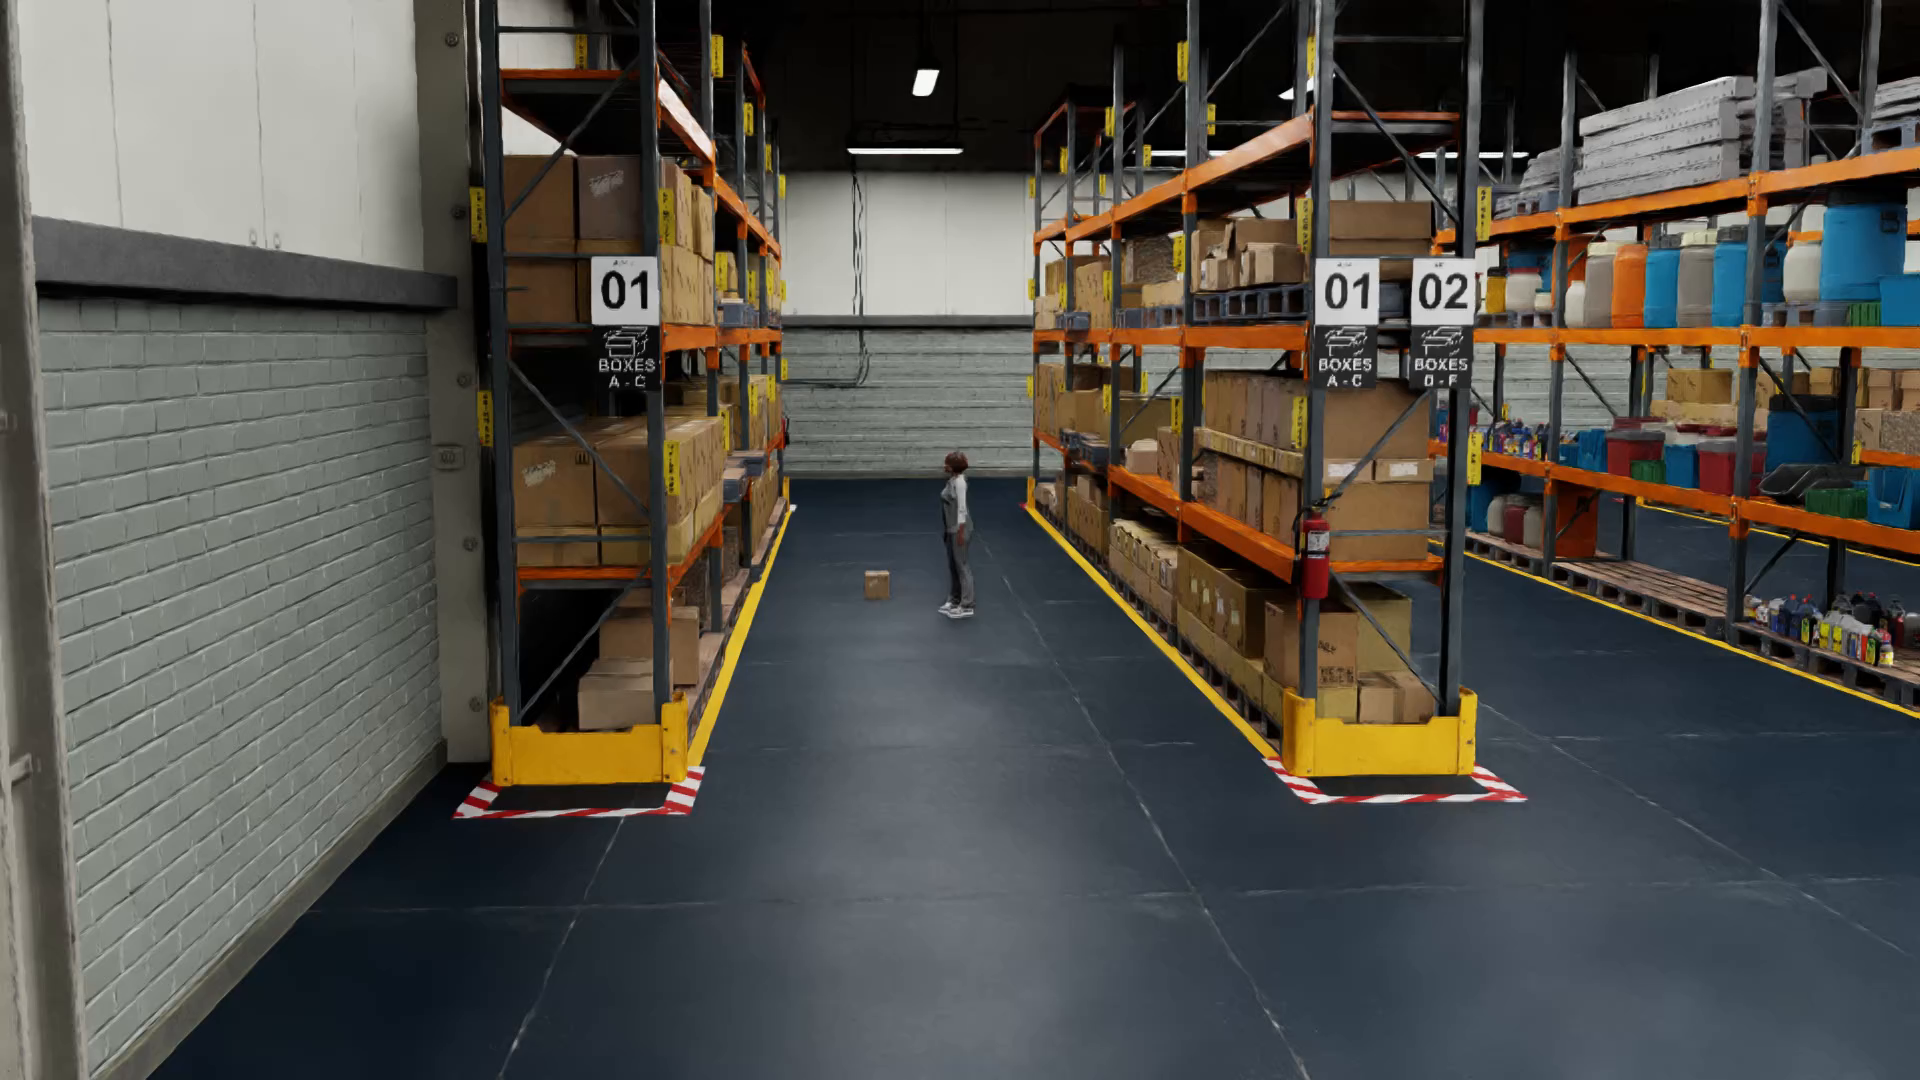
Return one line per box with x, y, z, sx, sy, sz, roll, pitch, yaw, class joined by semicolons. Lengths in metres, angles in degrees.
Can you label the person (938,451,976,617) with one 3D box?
-0.034;-0.021;16.243;0.347;1.501;0.429;-1;7;-8;person
